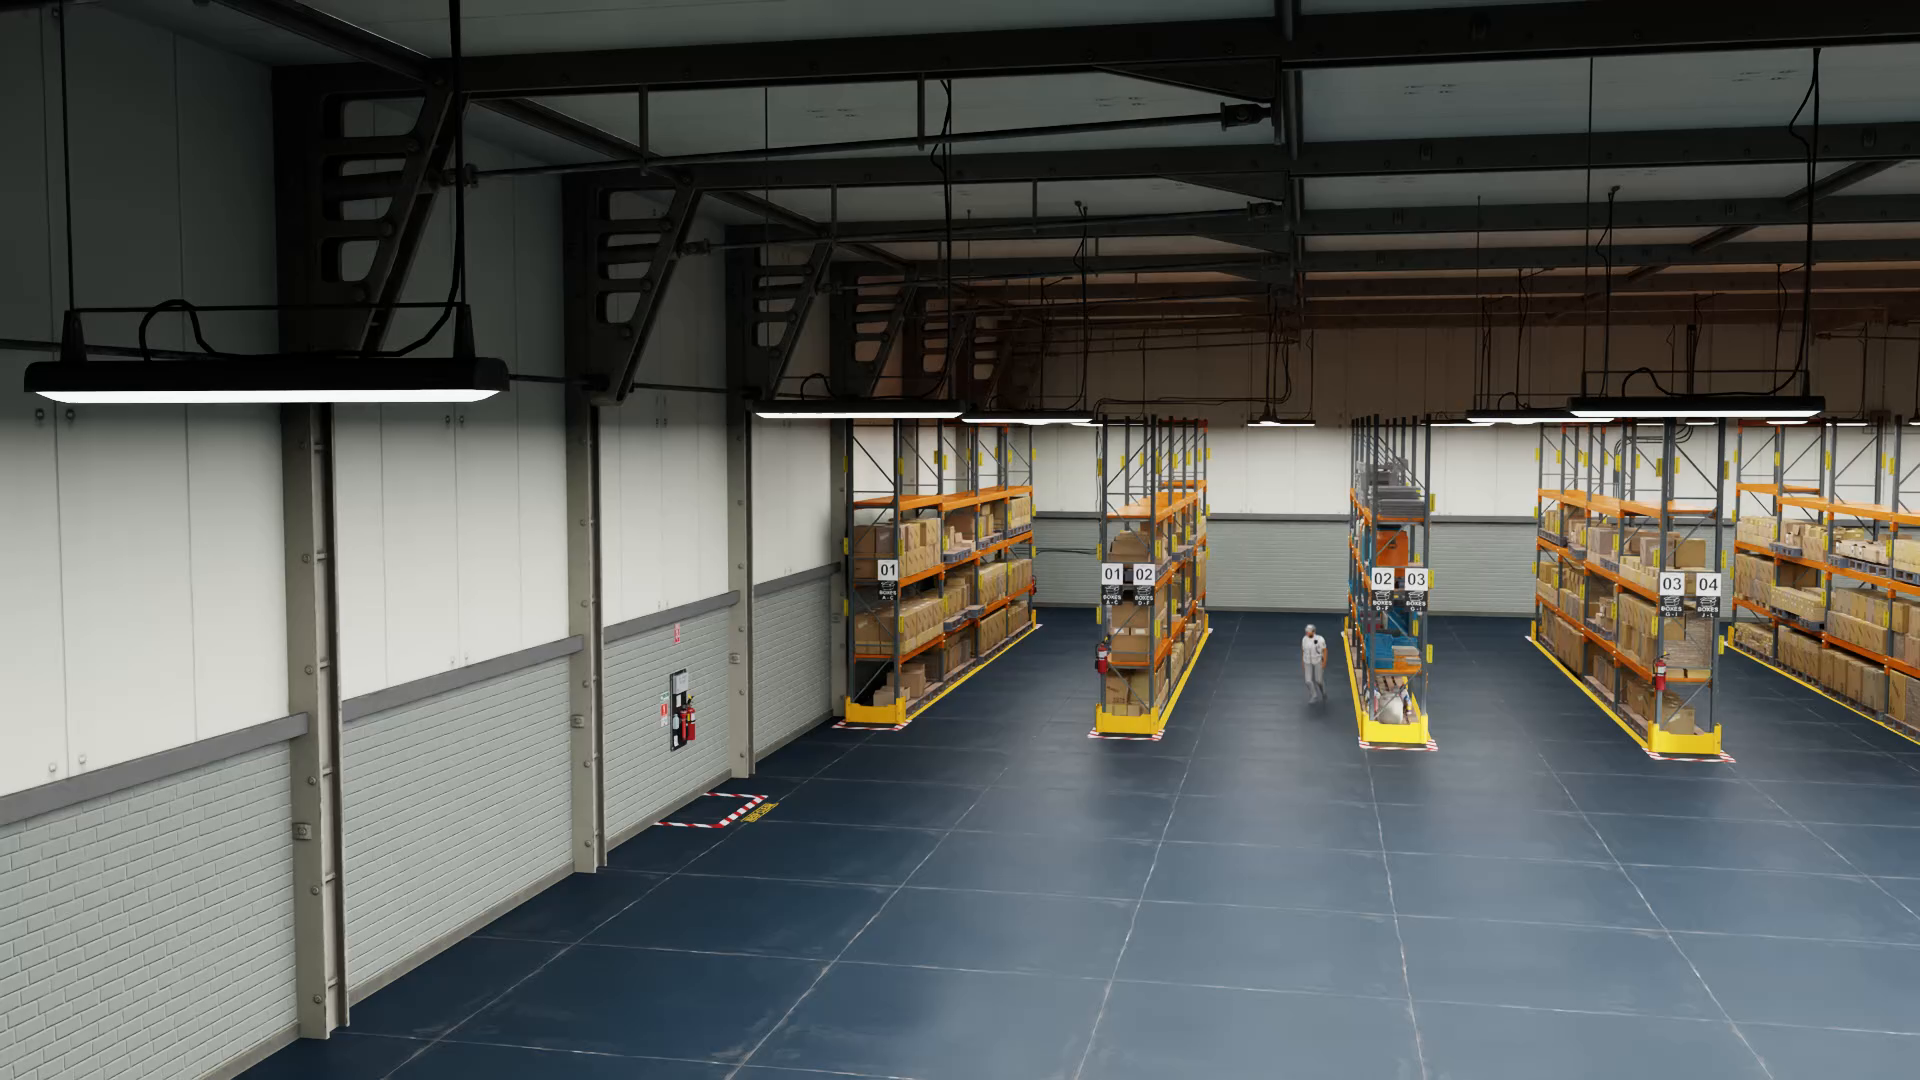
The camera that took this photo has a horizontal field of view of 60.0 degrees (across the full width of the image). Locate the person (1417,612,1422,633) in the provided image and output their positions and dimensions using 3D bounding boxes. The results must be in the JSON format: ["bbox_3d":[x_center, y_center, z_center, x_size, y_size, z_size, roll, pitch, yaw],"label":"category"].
[{"bbox_3d":[11.975,1.935,43.511,0.496,1.706,1.042,0,4,-1],"label":"person"}]

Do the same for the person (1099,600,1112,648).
[{"bbox_3d":[3.929,2.032,43.398,0.619,1.611,0.729,2,4,24],"label":"person"}]

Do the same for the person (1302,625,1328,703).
[{"bbox_3d":[7.436,2.585,34.915,0.553,1.647,0.535,2,4,31],"label":"person"}]

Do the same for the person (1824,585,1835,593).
[{"bbox_3d":[22.698,1.991,43.419,0.447,1.659,0.504,-1,4,-17],"label":"person"}]
